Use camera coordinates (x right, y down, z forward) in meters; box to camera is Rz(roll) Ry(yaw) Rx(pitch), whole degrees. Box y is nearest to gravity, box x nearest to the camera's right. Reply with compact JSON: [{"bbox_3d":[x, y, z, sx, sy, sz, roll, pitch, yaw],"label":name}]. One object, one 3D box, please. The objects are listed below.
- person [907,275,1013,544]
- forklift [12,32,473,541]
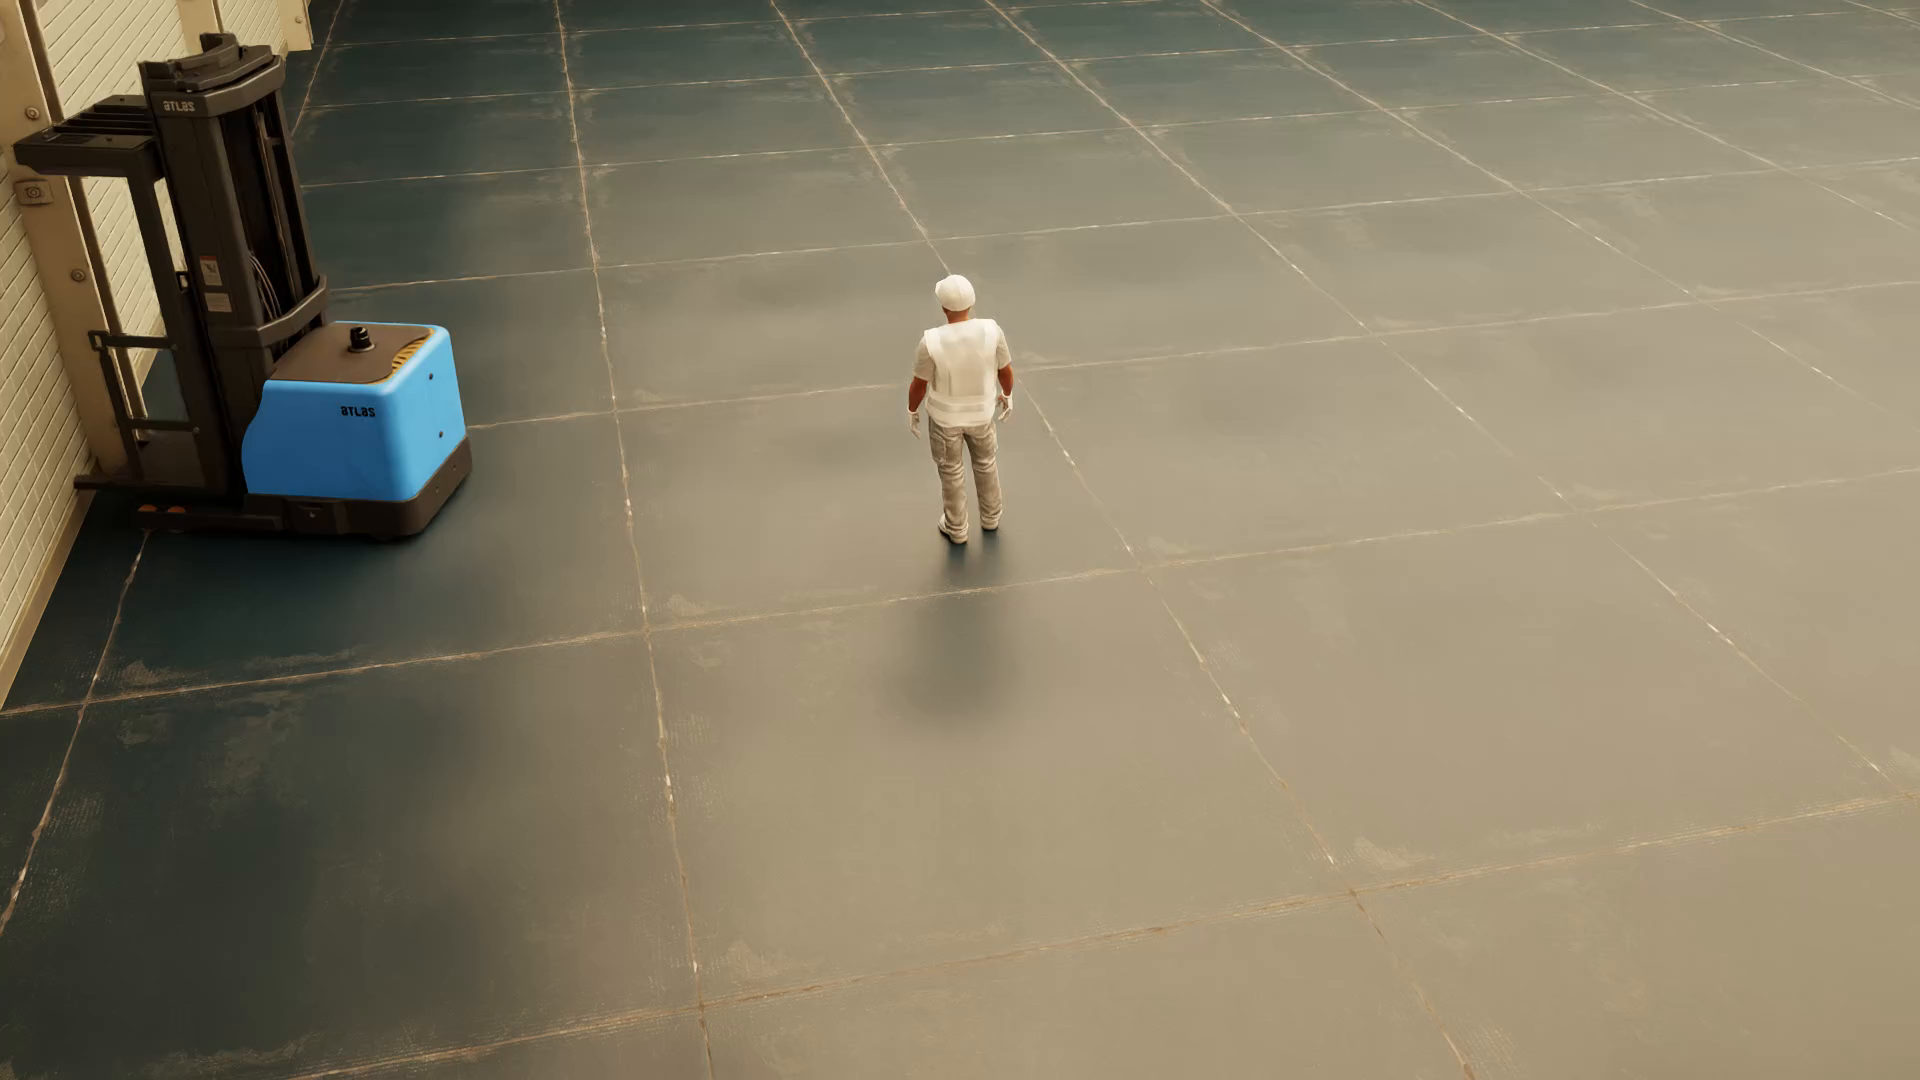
[{"bbox_3d":[-0.009,-0.814,10.112,0.657,1.785,0.575,-7,31,-12],"label":"person"},{"bbox_3d":[-4.837,-1.572,10.290,3.031,2.935,1.130,3,30,6],"label":"forklift"}]
